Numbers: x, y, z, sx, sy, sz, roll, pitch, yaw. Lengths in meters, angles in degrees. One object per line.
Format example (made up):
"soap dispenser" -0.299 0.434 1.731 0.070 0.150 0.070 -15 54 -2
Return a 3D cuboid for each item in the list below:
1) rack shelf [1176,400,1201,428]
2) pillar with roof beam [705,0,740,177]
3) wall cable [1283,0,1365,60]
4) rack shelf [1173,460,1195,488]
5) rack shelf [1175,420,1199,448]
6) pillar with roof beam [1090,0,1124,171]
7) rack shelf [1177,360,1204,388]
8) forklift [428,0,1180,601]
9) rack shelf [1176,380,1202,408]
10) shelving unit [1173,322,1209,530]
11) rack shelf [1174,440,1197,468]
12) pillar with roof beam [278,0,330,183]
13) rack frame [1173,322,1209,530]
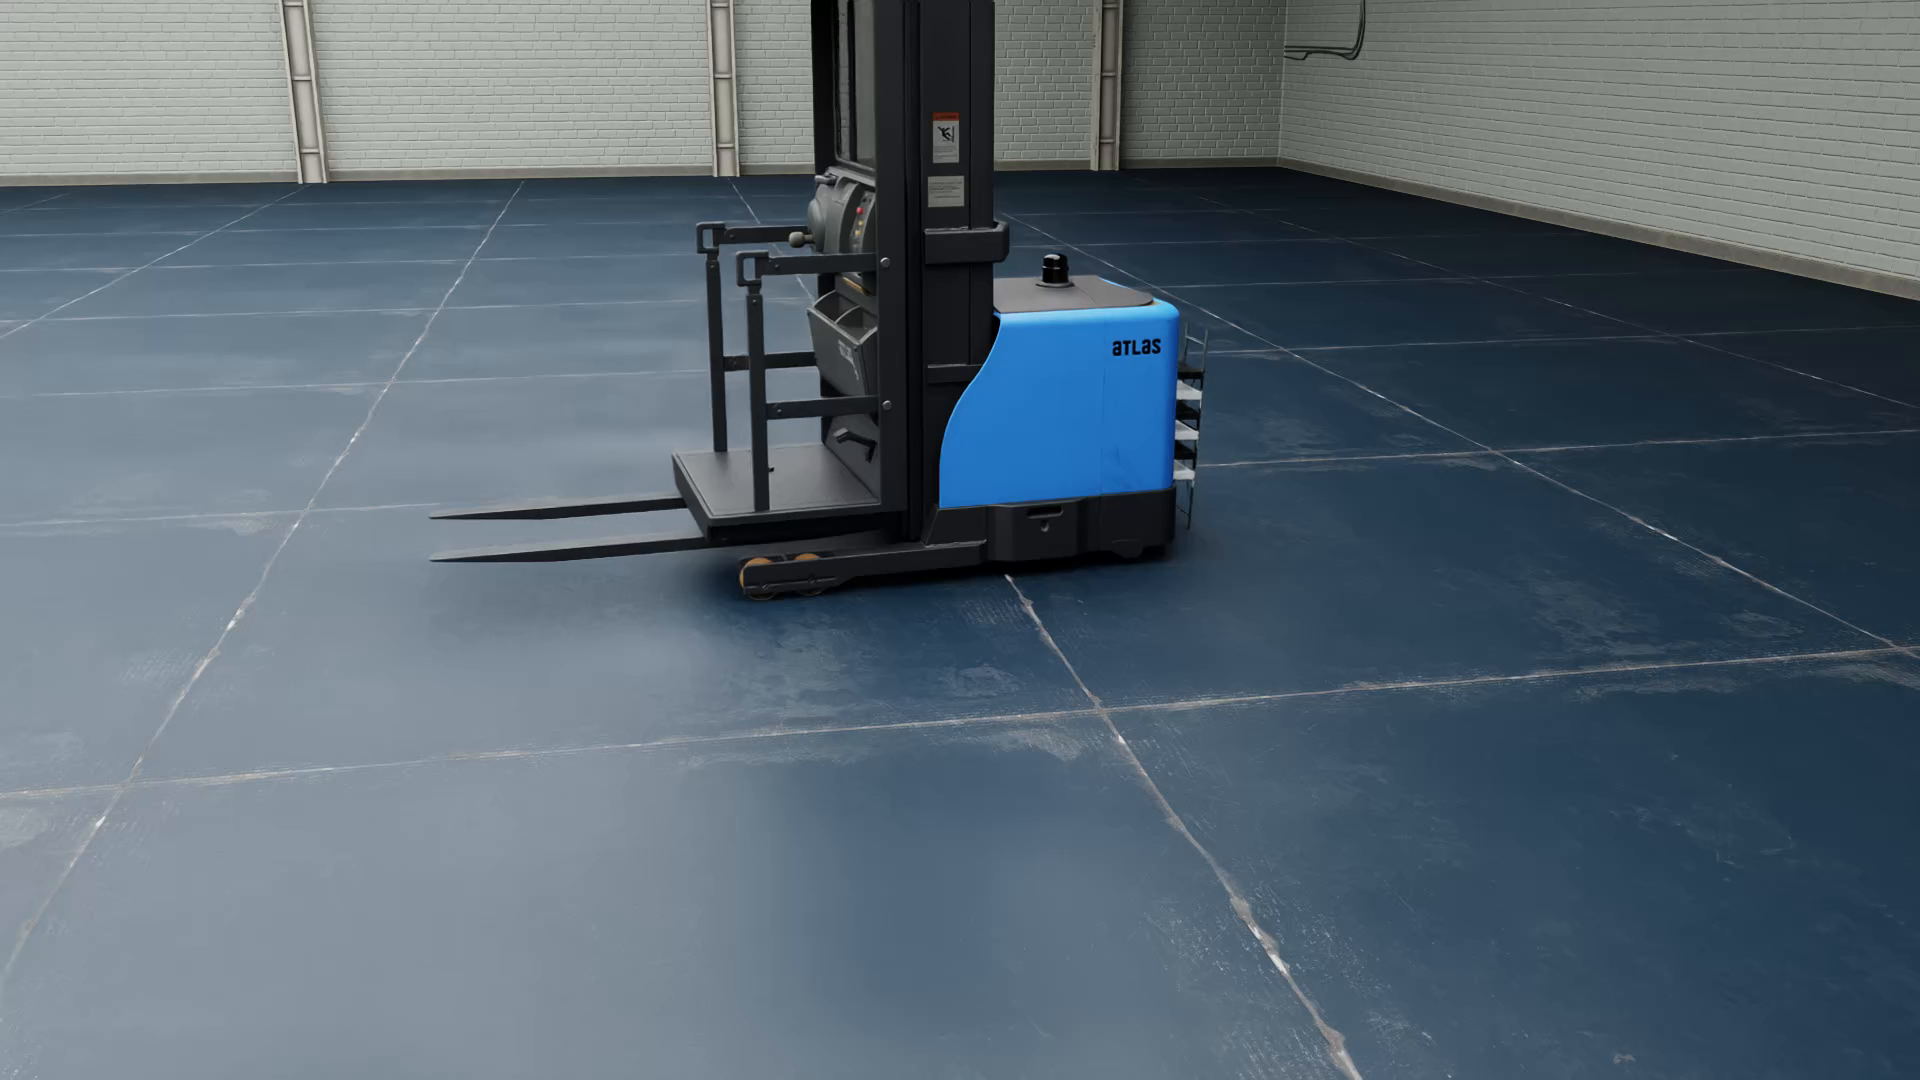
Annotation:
"rack shelf" 0.926 -0.561 7.396 0.200 0.077 0.258 -1 17 -15
"pillar with roof beam" -2.765 -8.646 20.134 0.400 9.000 9.100 -3 17 -10
"wall cable" 5.452 -8.520 25.012 0.112 2.526 3.097 -3 17 -10
"rack shelf" 0.912 -0.302 7.472 0.200 0.077 0.258 -1 17 -15
"rack shelf" 0.922 -0.475 7.421 0.200 0.077 0.258 -1 17 -15
"pillar with roof beam" 3.126 -8.980 21.222 0.400 9.000 9.100 -3 17 -10
"rack shelf" 0.935 -0.734 7.345 0.200 0.077 0.258 -1 17 -15
"forklift" -0.662 -1.335 6.665 3.031 2.935 1.130 -5 18 -16
"rack shelf" 0.931 -0.647 7.371 0.200 0.077 0.258 -1 17 -15
"shelving unit" 0.923 -0.507 7.412 0.210 0.900 0.258 -1 17 -15
"rack shelf" 0.917 -0.388 7.446 0.200 0.077 0.258 -1 17 -15
"pillar with roof beam" -8.656 -8.312 19.046 0.400 9.000 9.100 -3 17 -10
"rack frame" 1.021 -0.509 7.438 0.006 0.900 0.240 -1 17 -15
